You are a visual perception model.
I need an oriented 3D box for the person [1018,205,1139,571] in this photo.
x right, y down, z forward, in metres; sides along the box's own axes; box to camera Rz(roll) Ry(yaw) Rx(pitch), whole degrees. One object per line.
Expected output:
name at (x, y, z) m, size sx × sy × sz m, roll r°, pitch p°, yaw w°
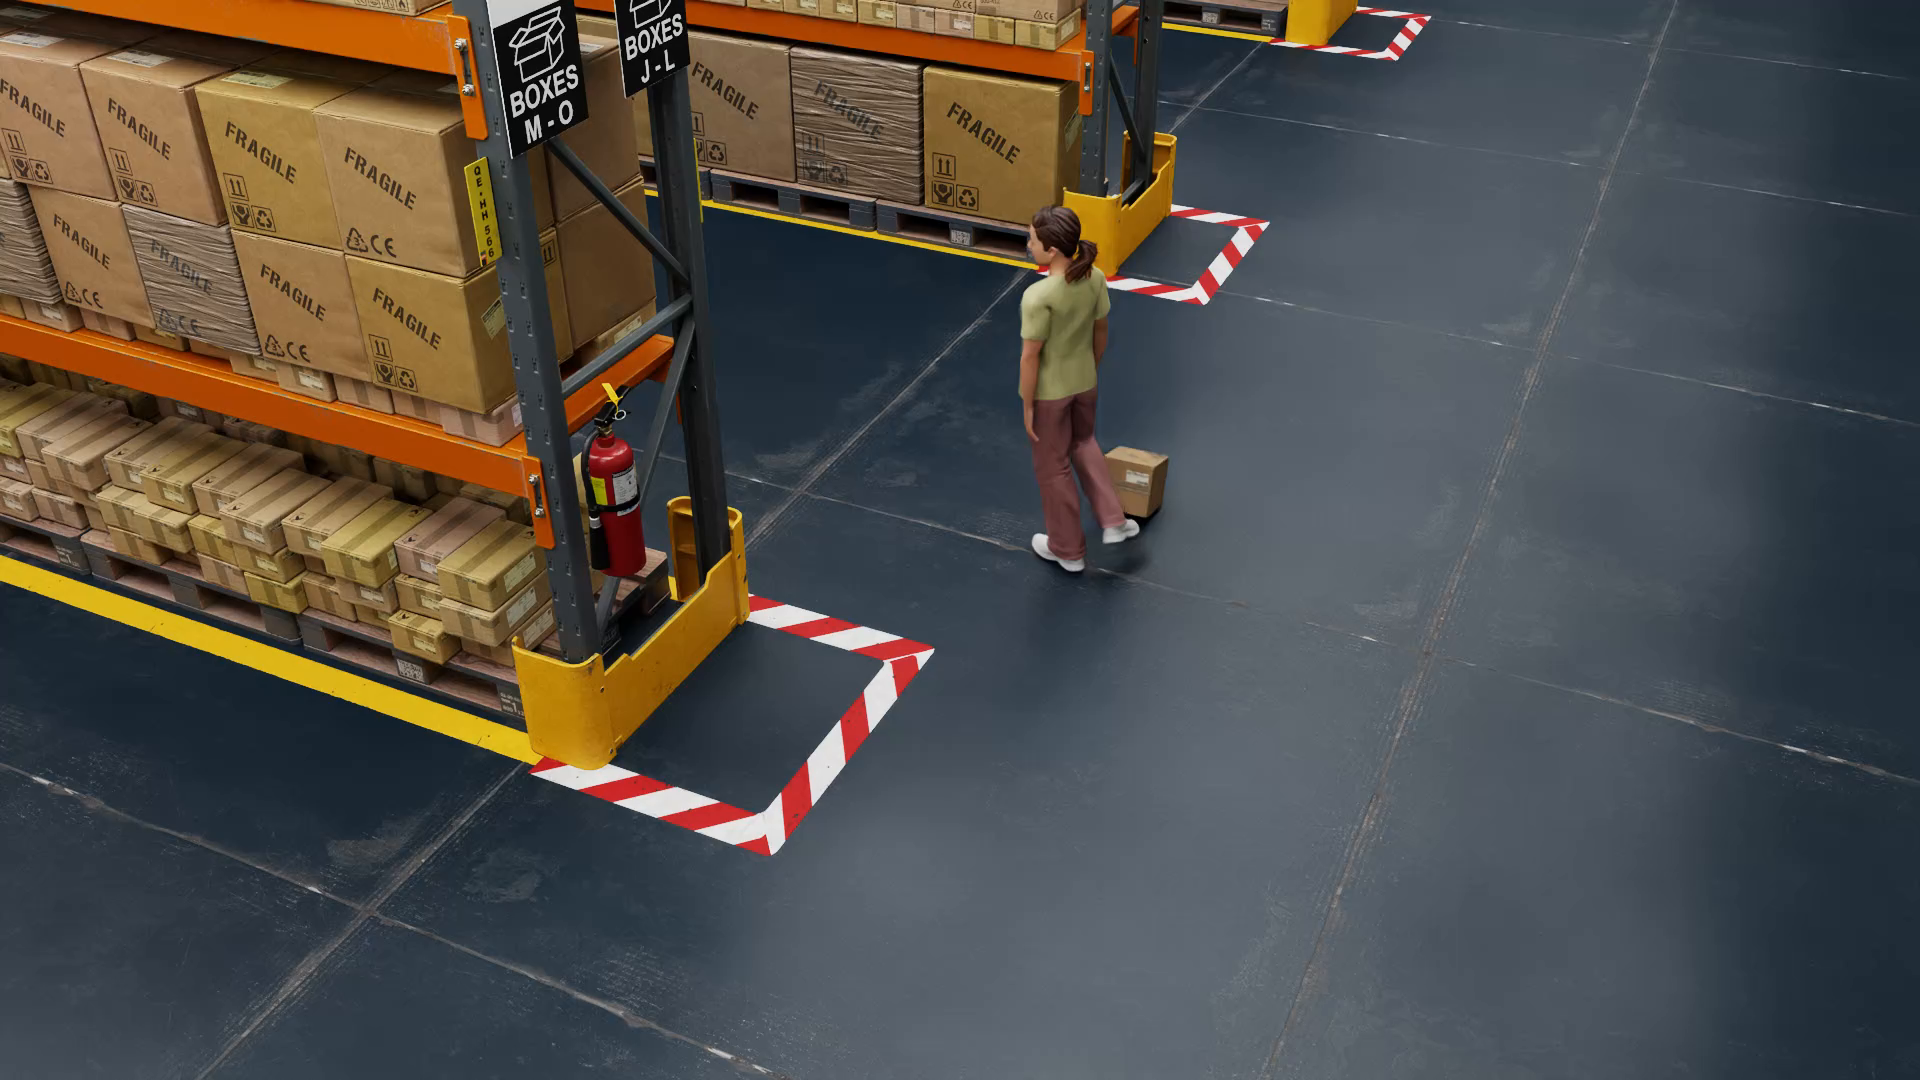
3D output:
person at (0.504, -0.627, 7.047) m, size 0.626 × 1.667 × 0.434 m, roll -22°, pitch 40°, yaw -30°
